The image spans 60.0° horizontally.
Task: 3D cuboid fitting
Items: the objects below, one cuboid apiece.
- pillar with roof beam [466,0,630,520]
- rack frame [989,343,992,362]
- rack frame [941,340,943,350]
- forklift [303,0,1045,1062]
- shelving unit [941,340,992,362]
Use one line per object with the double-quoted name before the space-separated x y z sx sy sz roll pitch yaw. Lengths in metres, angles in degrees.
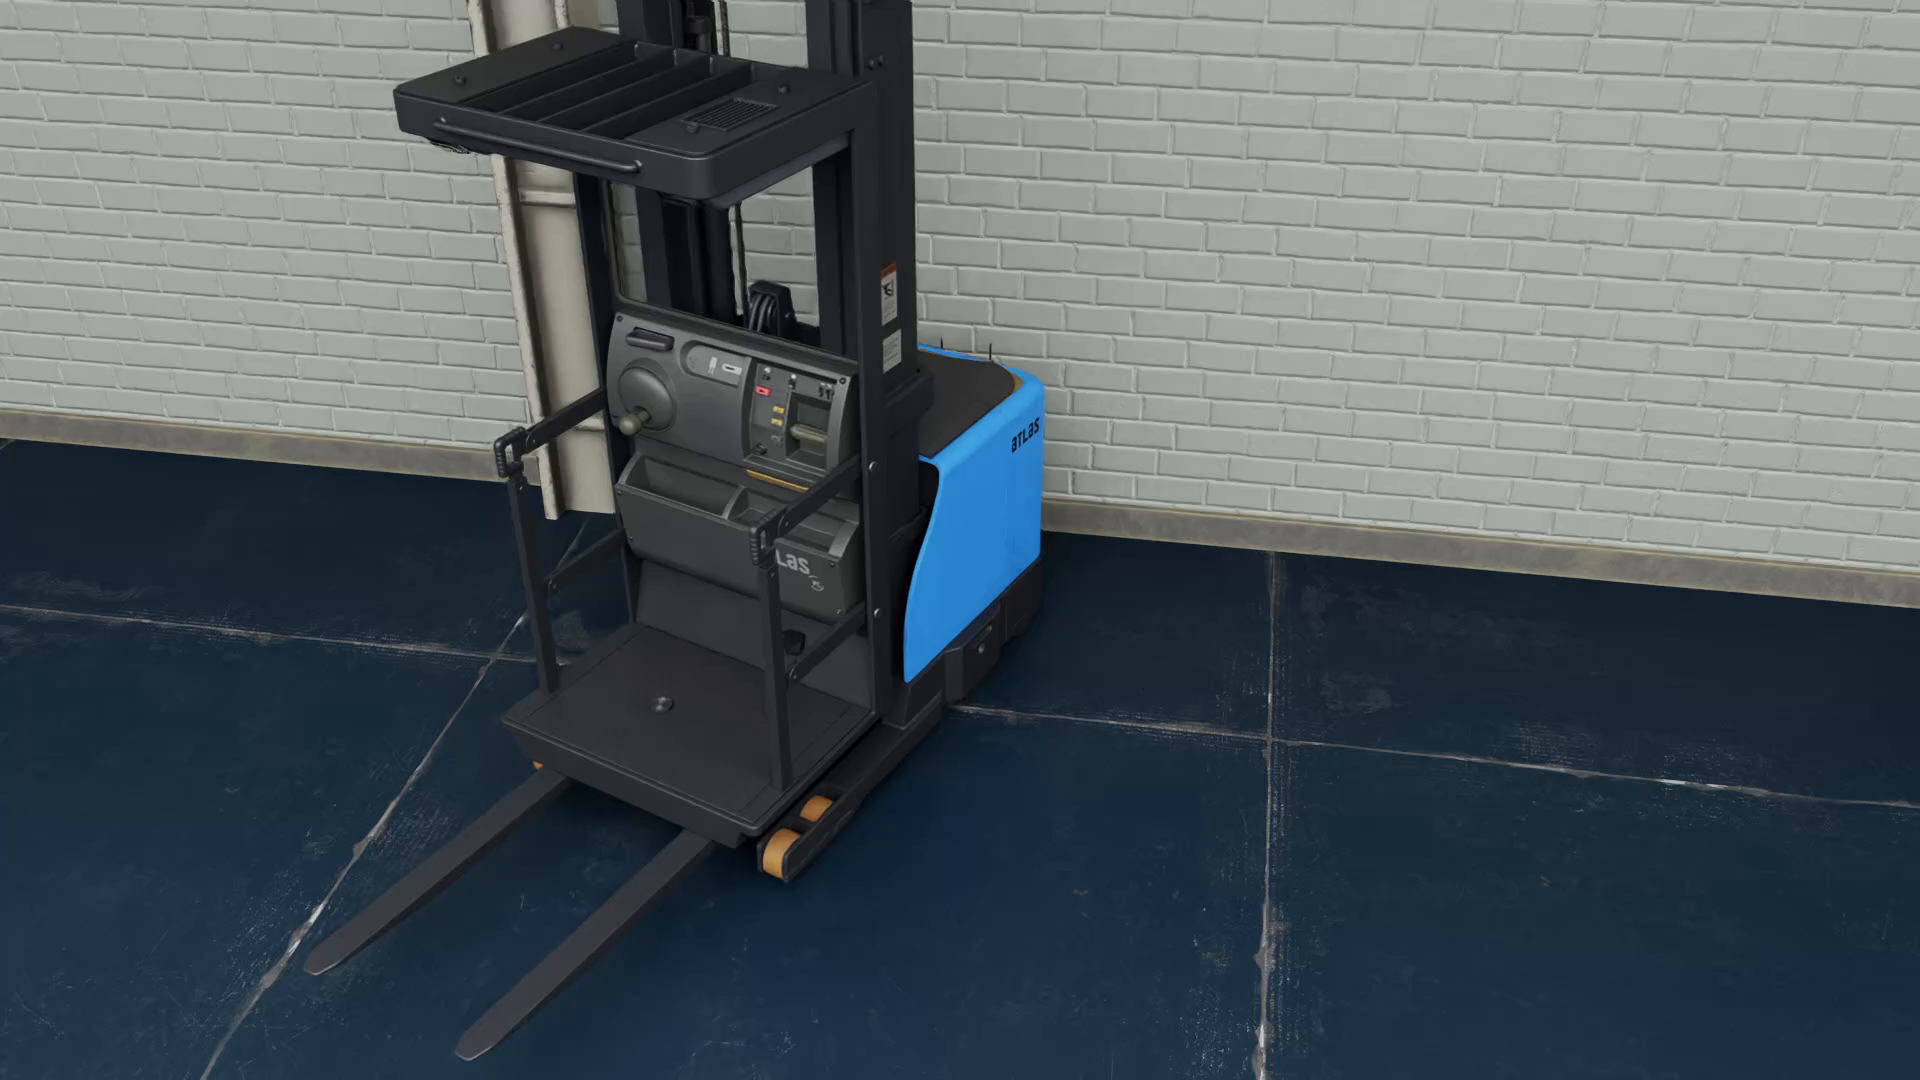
"pillar with roof beam" -2.350 -1.721 1.519 0.400 9.000 9.100 5 32 8
"rack frame" 0.108 -0.367 6.989 0.006 0.900 0.240 5 32 8
"rack frame" -0.092 -0.384 7.016 0.006 0.900 0.240 5 32 8
"forklift" -0.854 -0.406 5.137 1.130 2.935 3.031 18 36 26
"shelving unit" 0.008 -0.376 7.002 0.210 0.900 0.258 5 32 8
